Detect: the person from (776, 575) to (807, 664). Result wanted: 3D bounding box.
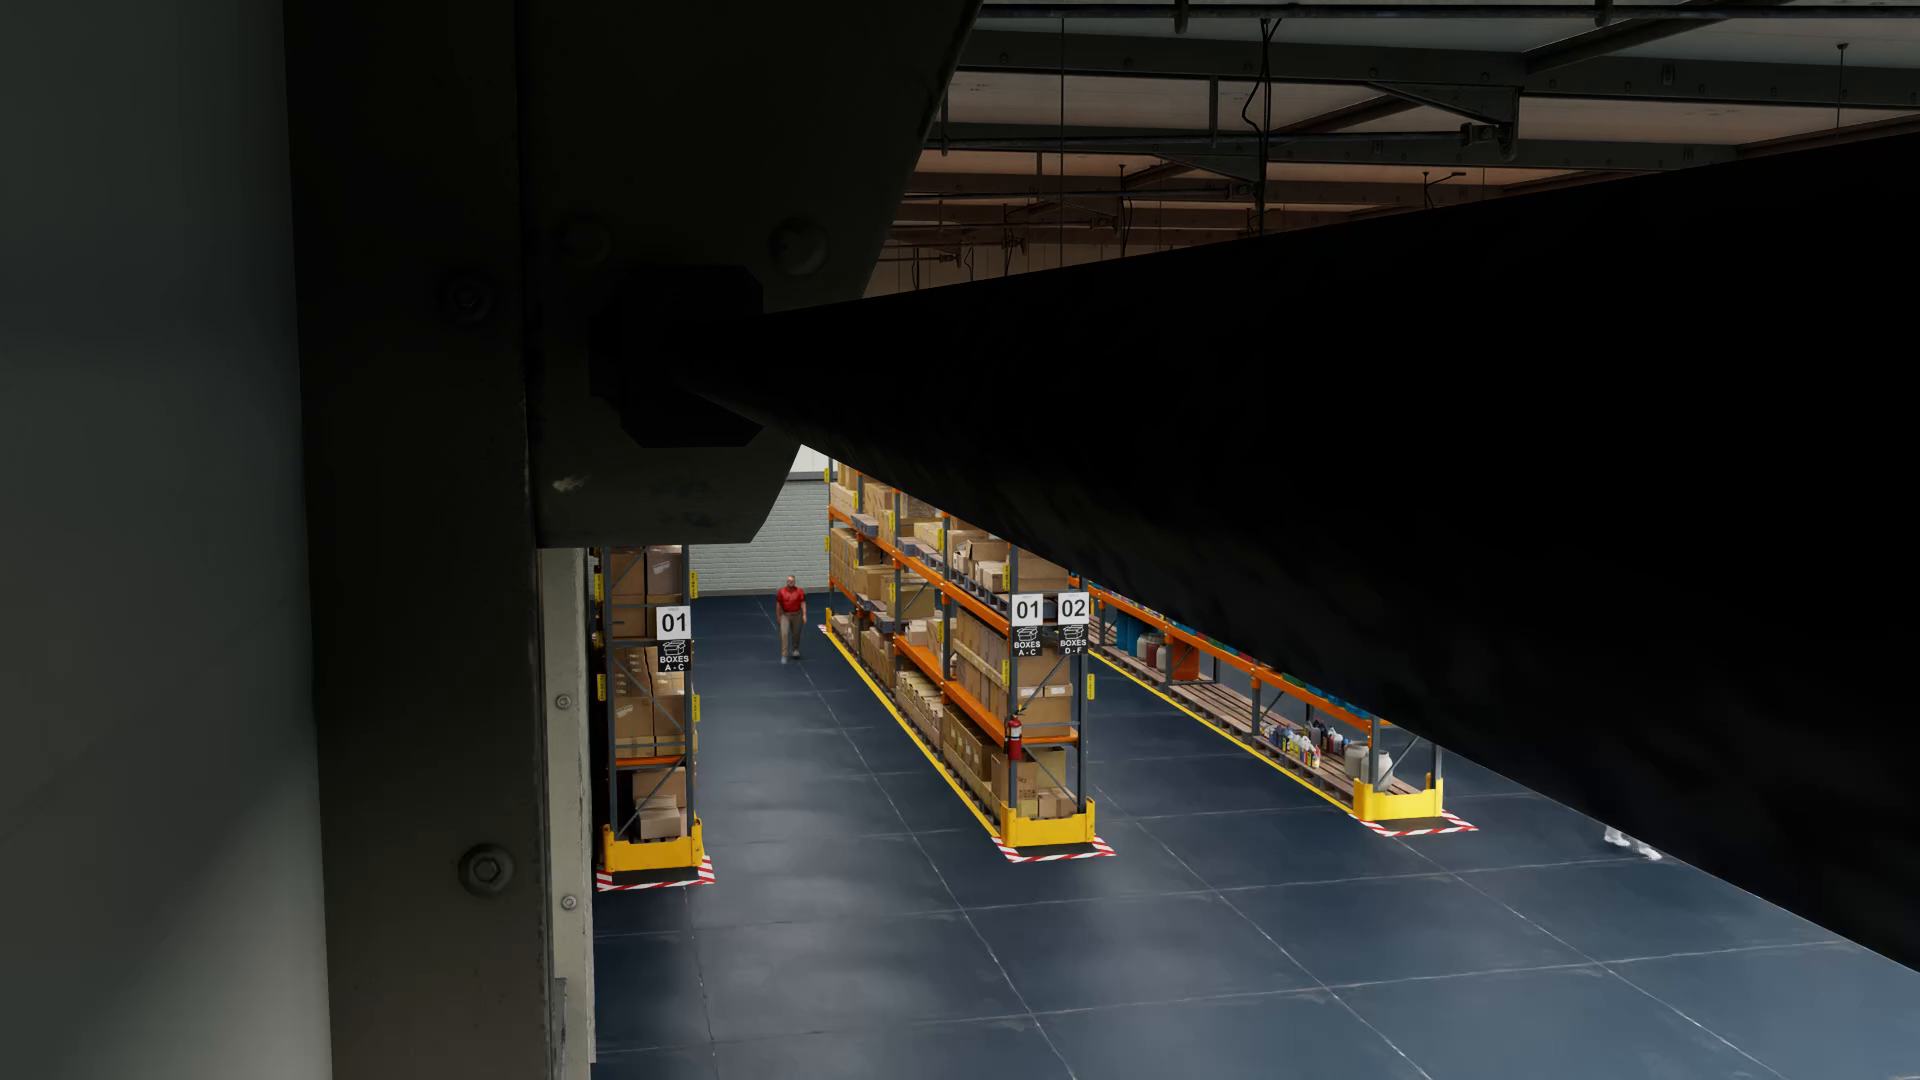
[{"bbox_3d":[-3.354,1.550,33.104,0.610,1.689,1.010,0,7,-4],"label":"person"}]

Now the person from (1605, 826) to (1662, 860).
[{"bbox_3d":[8.398,3.052,20.622,0.462,1.641,0.875,-4,8,-32],"label":"person"}]
